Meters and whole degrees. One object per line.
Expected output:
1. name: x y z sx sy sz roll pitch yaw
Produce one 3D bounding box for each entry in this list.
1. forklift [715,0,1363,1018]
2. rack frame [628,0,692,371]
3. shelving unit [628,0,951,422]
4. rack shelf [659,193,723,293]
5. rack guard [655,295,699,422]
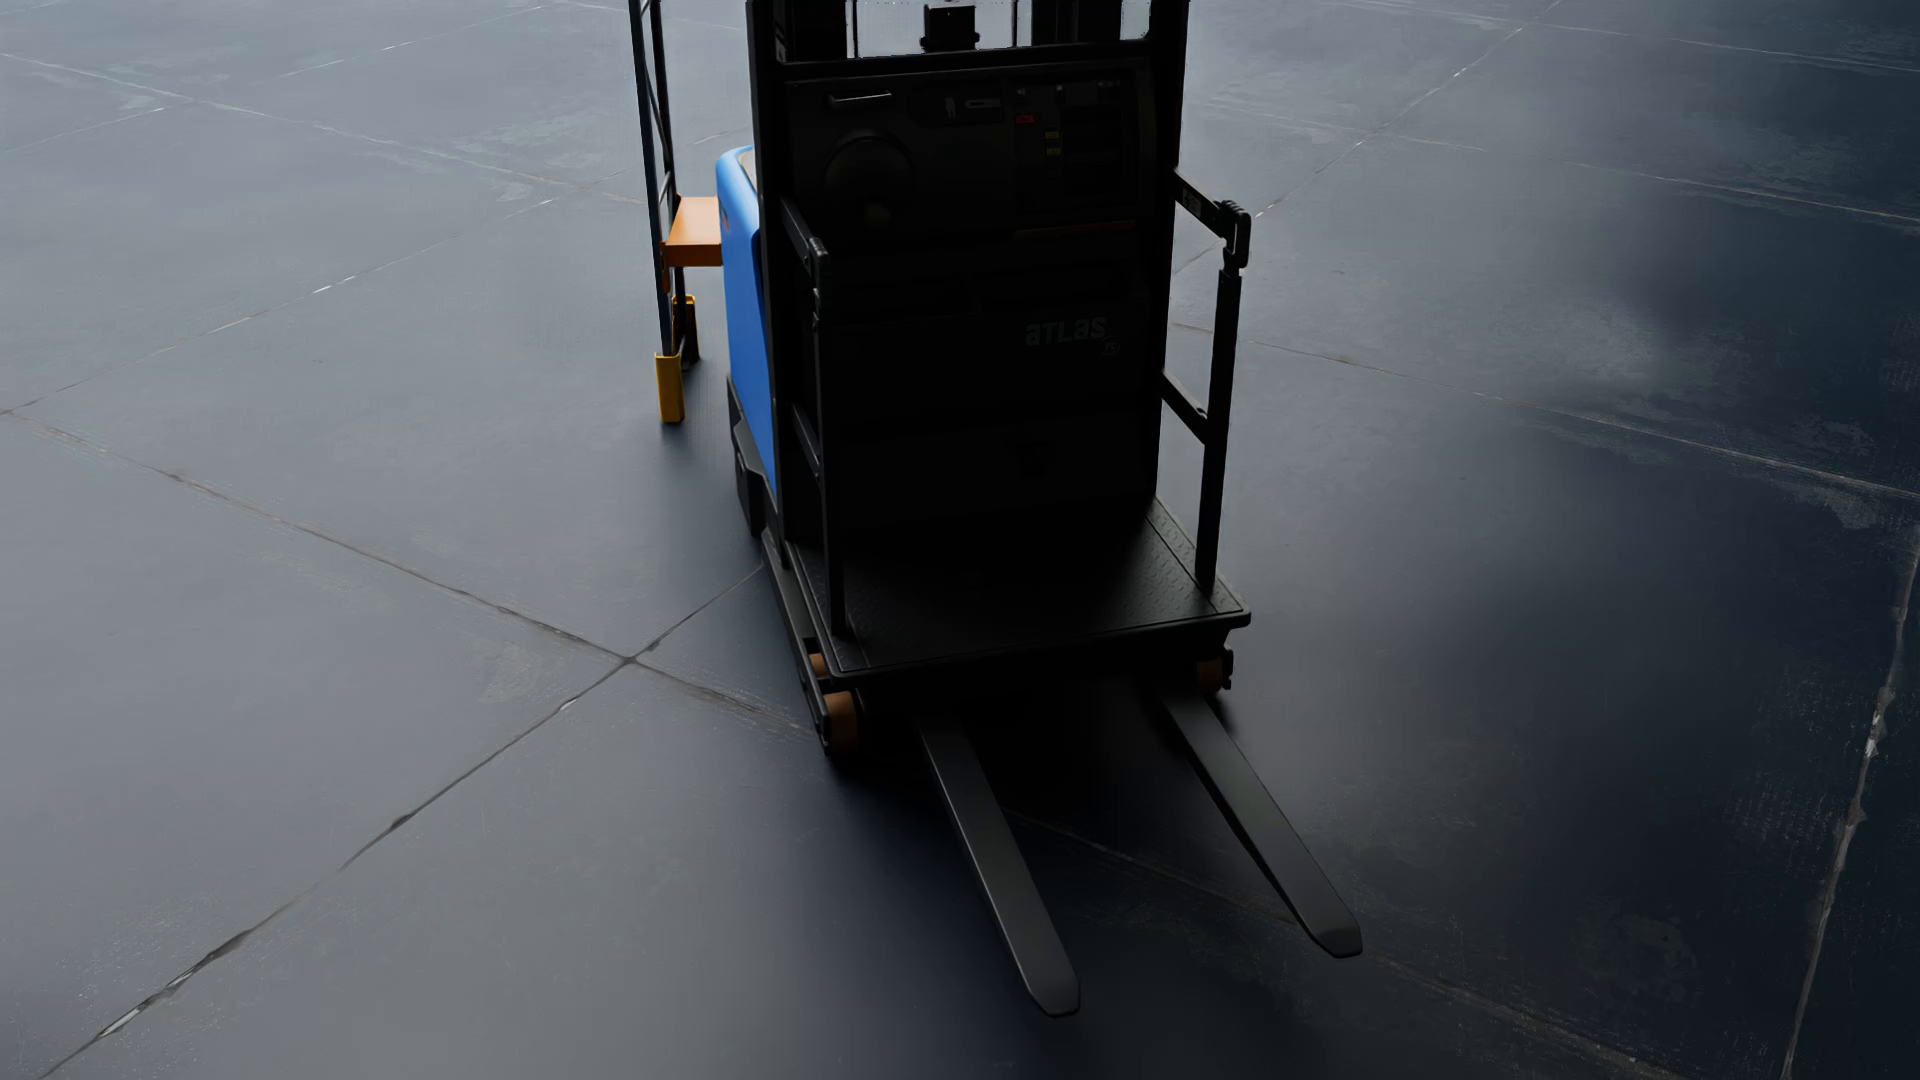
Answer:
1. forklift: 0.097 -0.929 3.933 1.130 2.935 3.031 -8 31 -13
2. rack frame: -1.048 -1.222 5.856 0.032 1.500 0.500 -1 30 -2
3. shelving unit: -0.549 -1.231 5.872 1.083 1.500 0.587 -1 30 -2
4. rack shelf: -0.540 -1.076 5.963 1.000 0.185 0.538 -1 30 -2
5. rack guard: -1.046 -0.682 6.171 0.087 0.250 0.587 -1 30 -2
